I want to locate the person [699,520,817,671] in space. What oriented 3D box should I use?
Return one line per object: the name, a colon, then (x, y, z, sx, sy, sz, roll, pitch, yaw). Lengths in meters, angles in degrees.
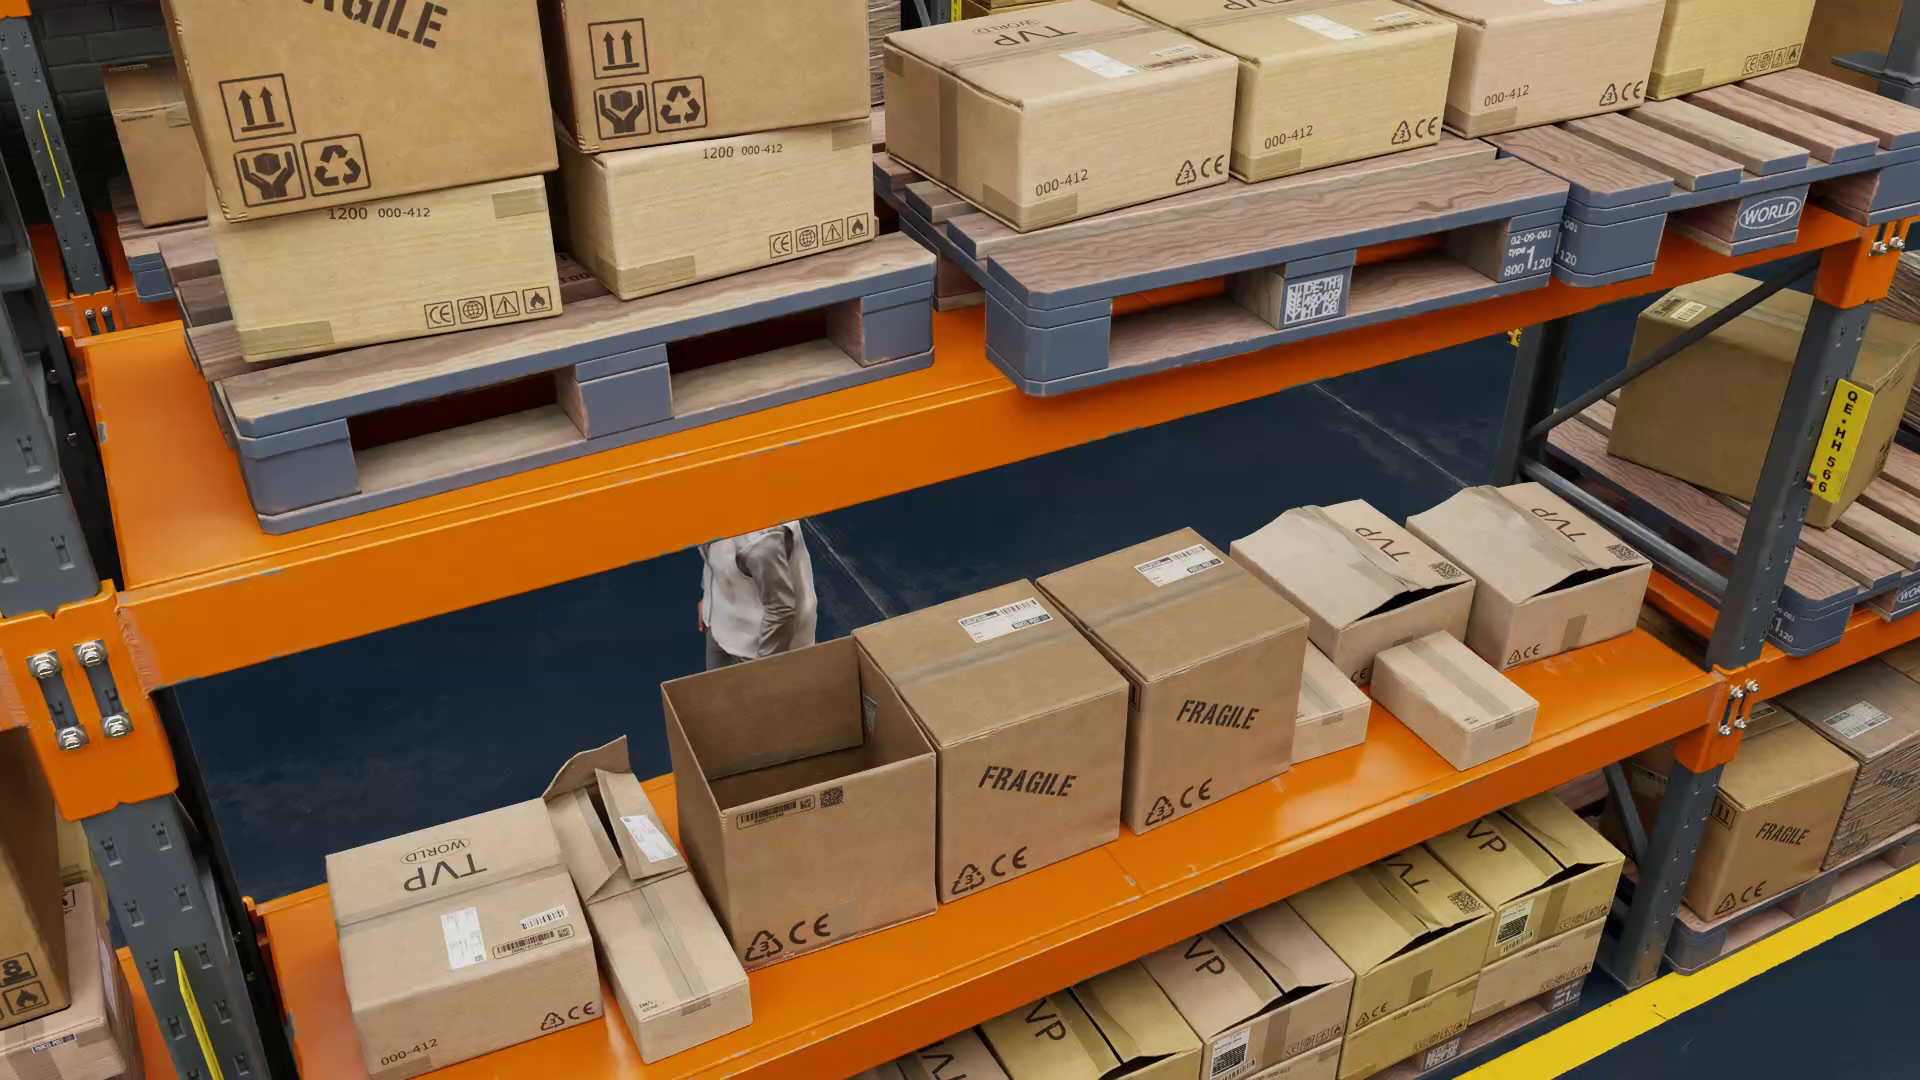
person: (-0.724, 0.310, 5.634, 0.461, 1.772, 0.581, -16, 36, -23)
